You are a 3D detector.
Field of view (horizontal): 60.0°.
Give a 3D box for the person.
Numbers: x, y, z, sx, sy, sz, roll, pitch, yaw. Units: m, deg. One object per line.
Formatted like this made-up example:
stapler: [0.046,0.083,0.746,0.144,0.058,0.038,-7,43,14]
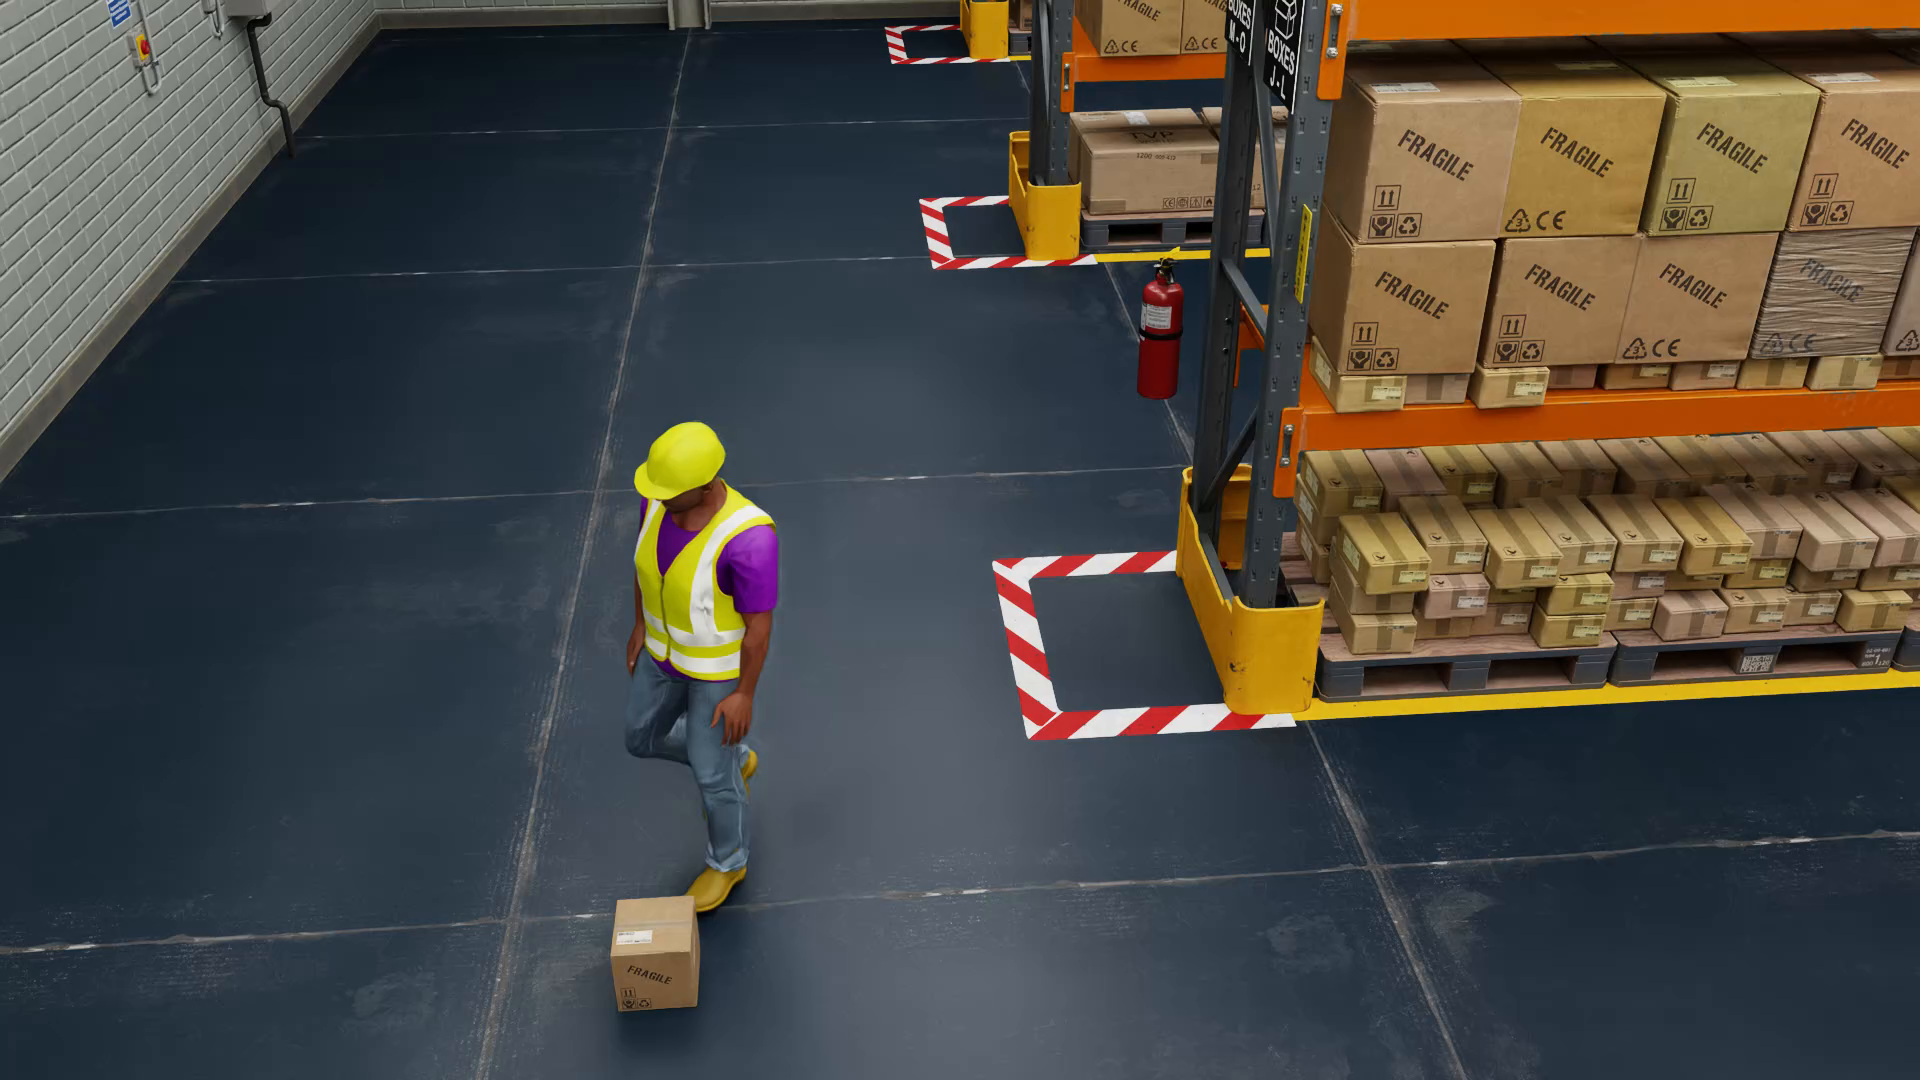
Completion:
person: [-0.837,0.378,5.449,0.597,1.761,0.581,23,38,33]
